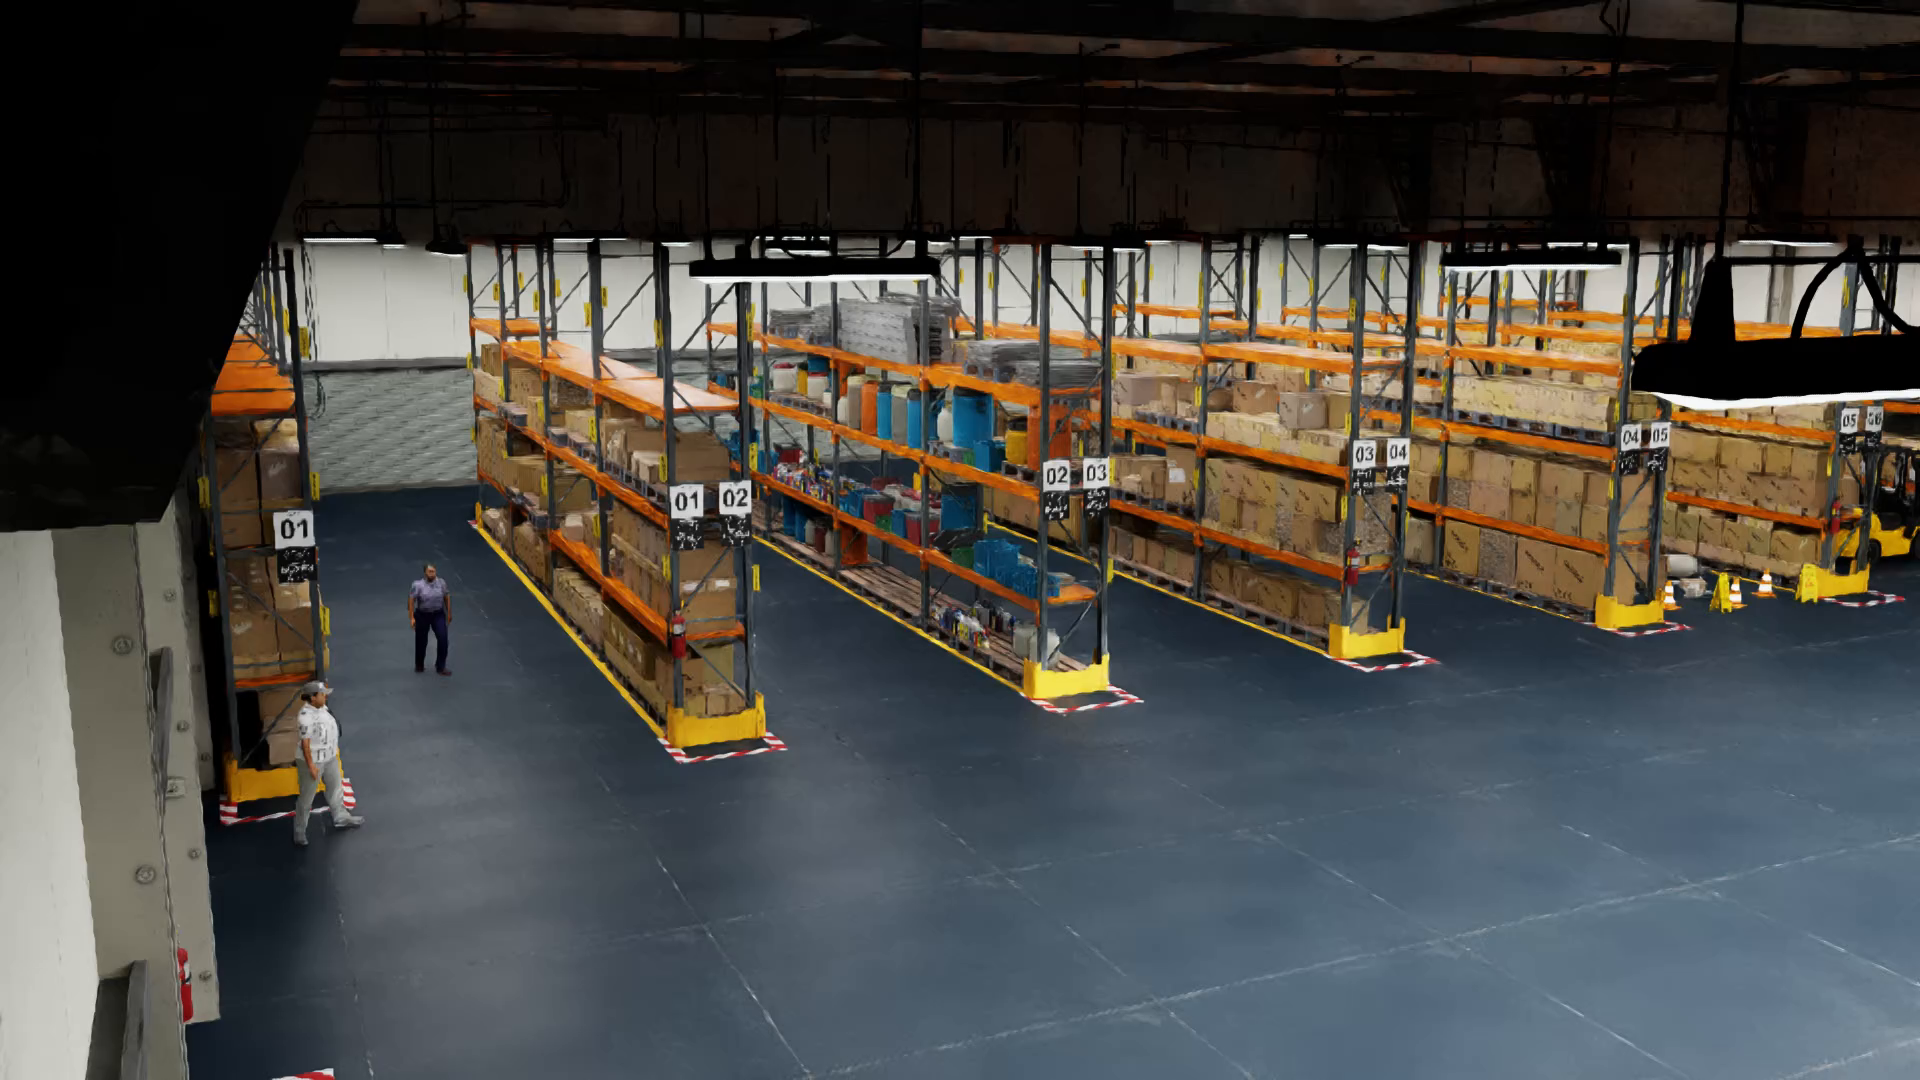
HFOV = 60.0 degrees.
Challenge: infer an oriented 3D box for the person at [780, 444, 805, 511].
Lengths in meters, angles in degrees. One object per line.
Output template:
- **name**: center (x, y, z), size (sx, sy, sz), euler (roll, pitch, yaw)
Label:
- **person**: center (-3.472, -1.260, 35.360), size (0.613, 1.608, 0.809), euler (-10, 15, -41)

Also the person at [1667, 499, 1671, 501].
- **person**: center (14.956, -1.268, 34.965), size (0.559, 1.762, 0.661), euler (1, 11, 4)

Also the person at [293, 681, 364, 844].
- **person**: center (-6.610, 2.243, 17.169), size (0.526, 1.656, 0.717), euler (1, 11, 8)

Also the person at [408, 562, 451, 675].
- **person**: center (-7.473, 1.079, 23.397), size (0.605, 1.596, 0.646), euler (-7, 13, -31)
